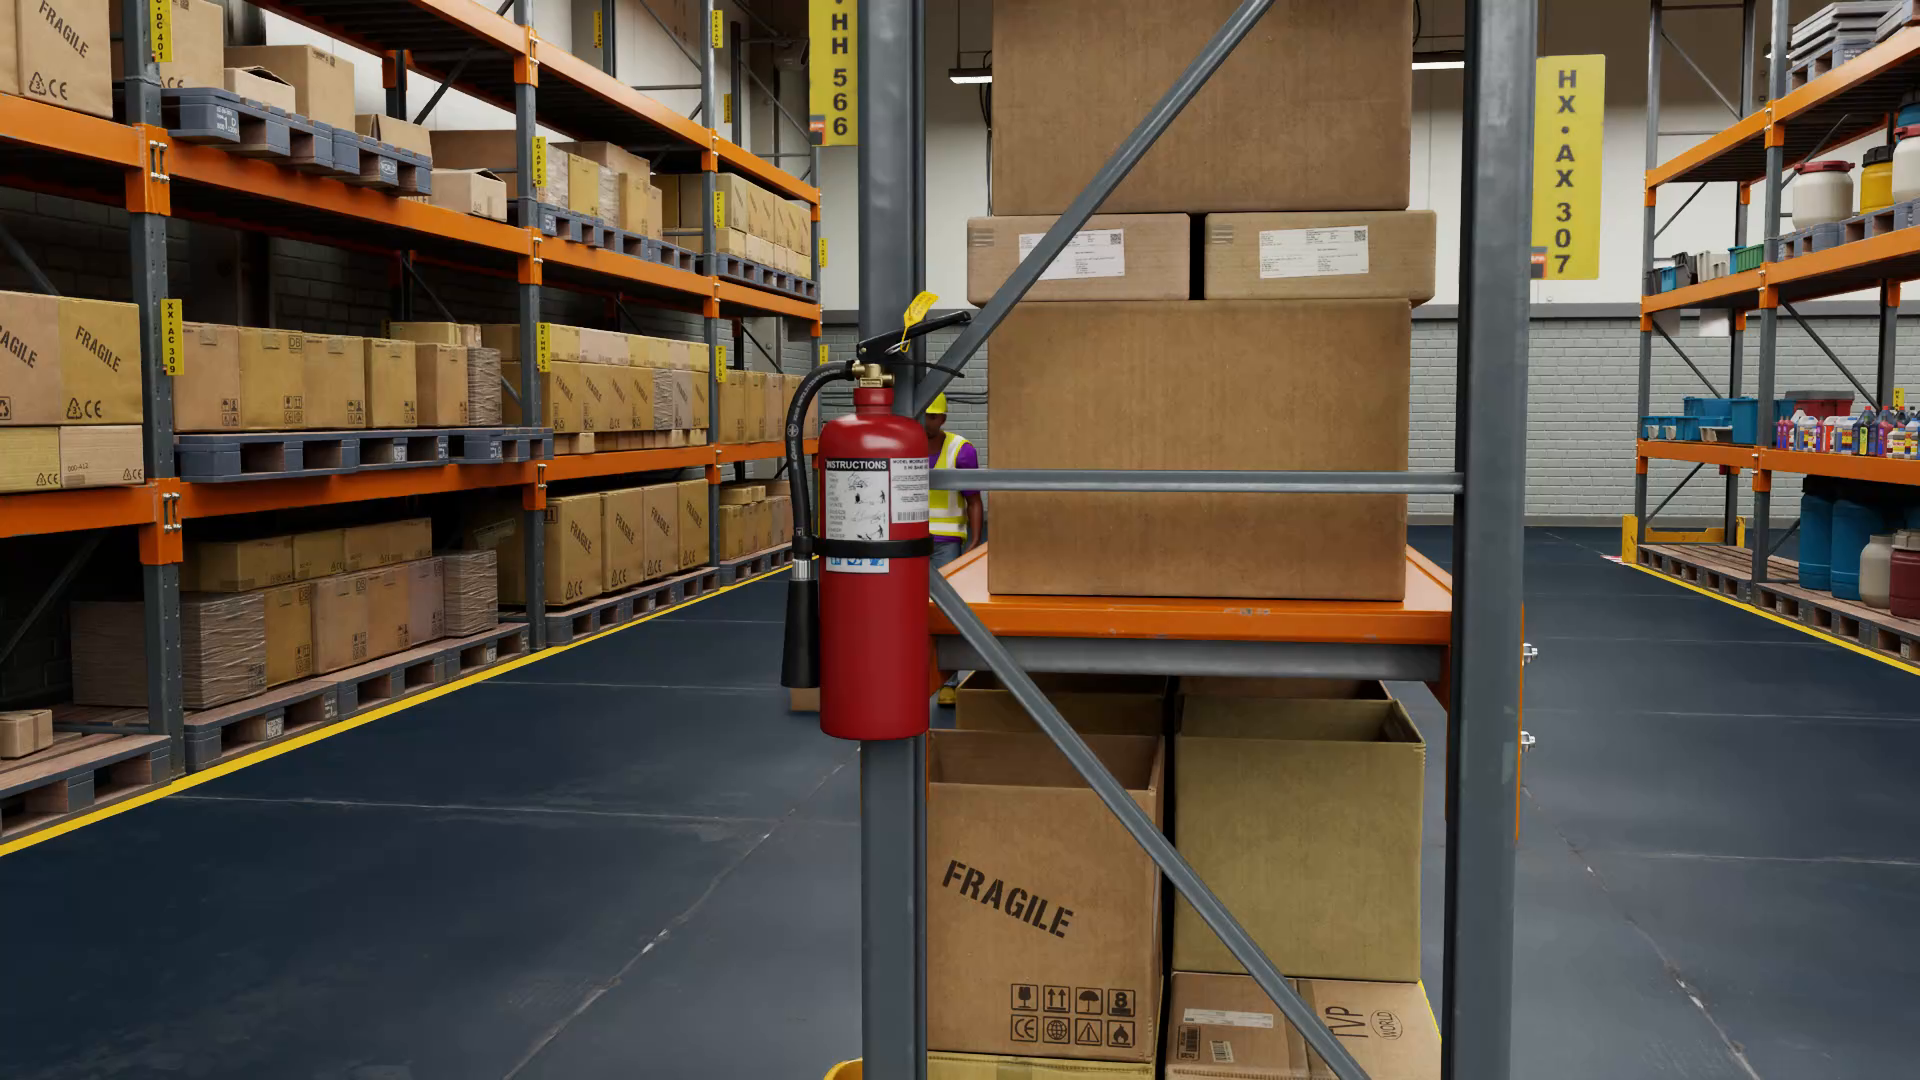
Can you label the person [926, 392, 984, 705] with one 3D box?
[{"bbox_3d":[-0.182,0.028,9.173,0.618,1.760,0.460,0,4,6],"label":"person"}]
